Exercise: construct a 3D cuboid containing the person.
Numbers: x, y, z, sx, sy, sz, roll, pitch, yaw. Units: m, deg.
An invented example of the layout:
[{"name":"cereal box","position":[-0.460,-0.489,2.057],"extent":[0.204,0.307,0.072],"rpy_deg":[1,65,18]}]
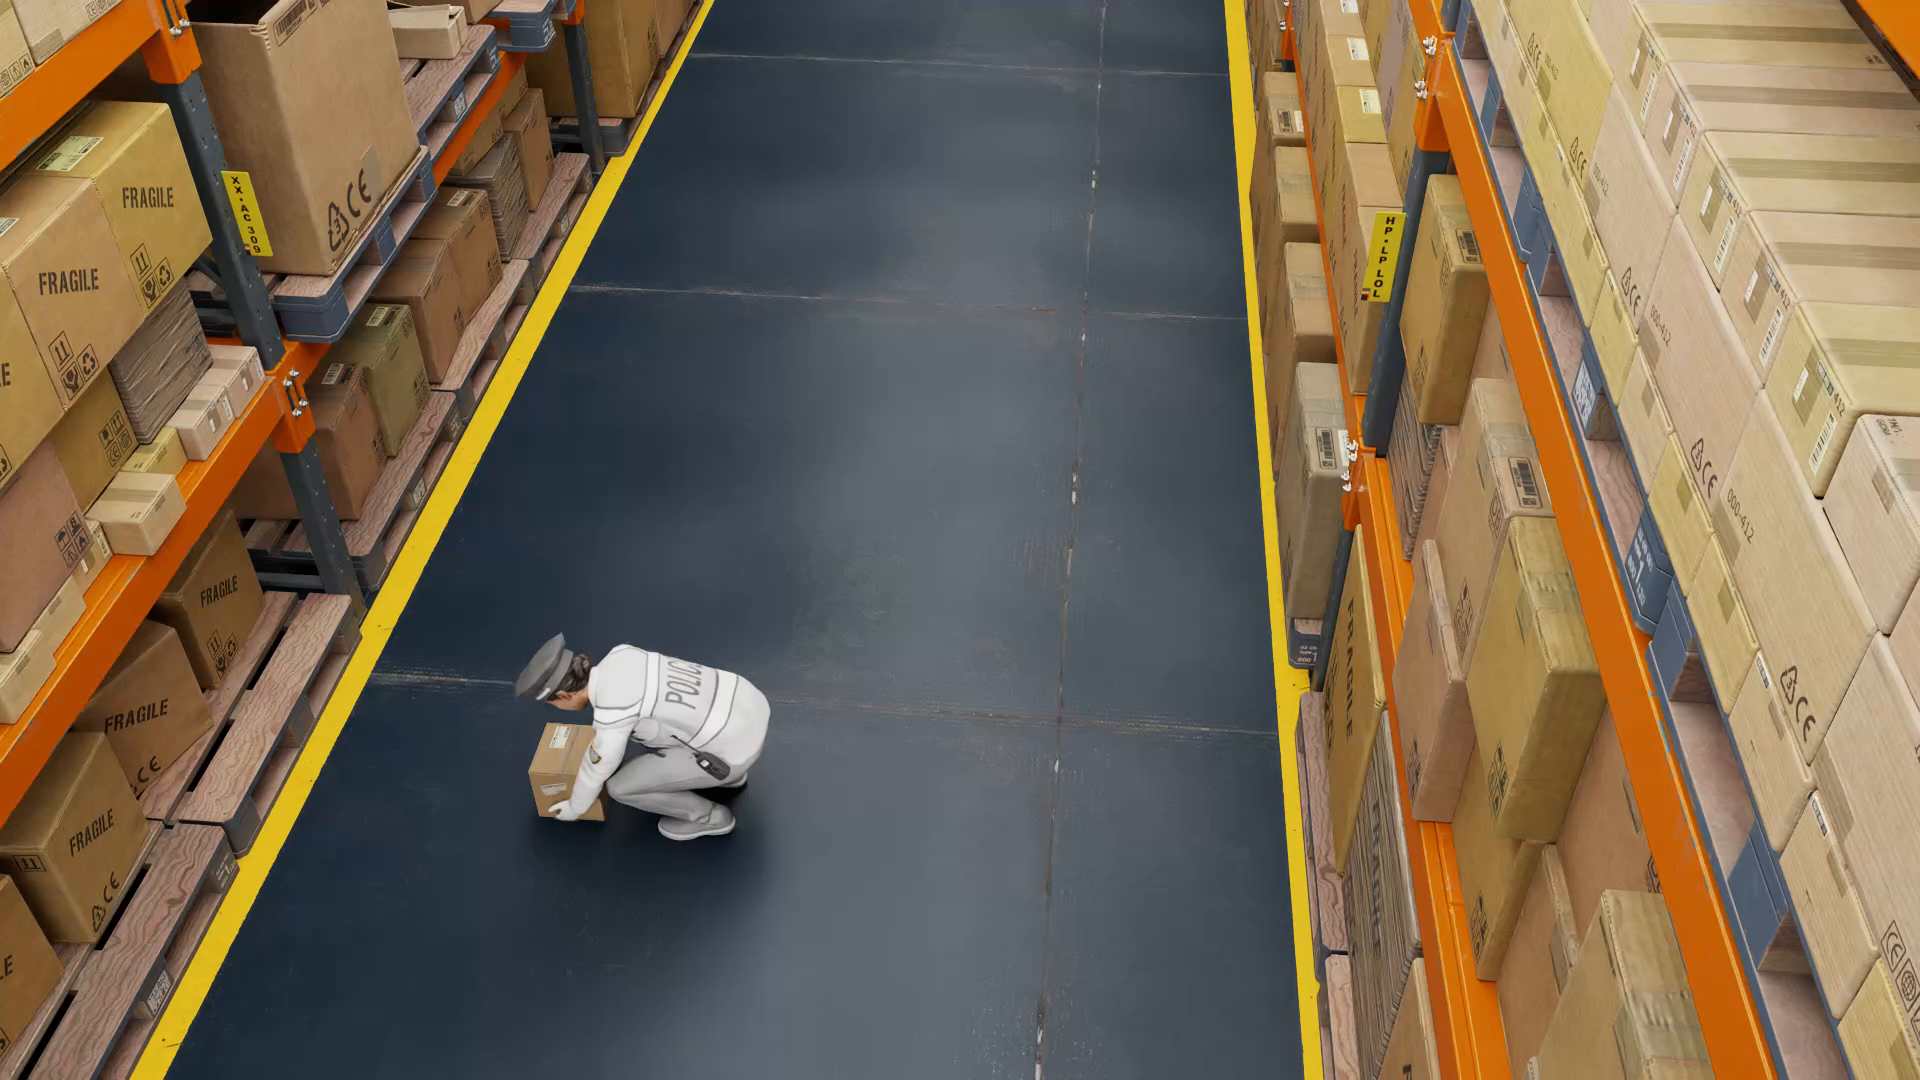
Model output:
[{"name":"person","position":[-1.127,0.679,6.018],"extent":[0.863,0.850,0.477],"rpy_deg":[3,40,4]}]
